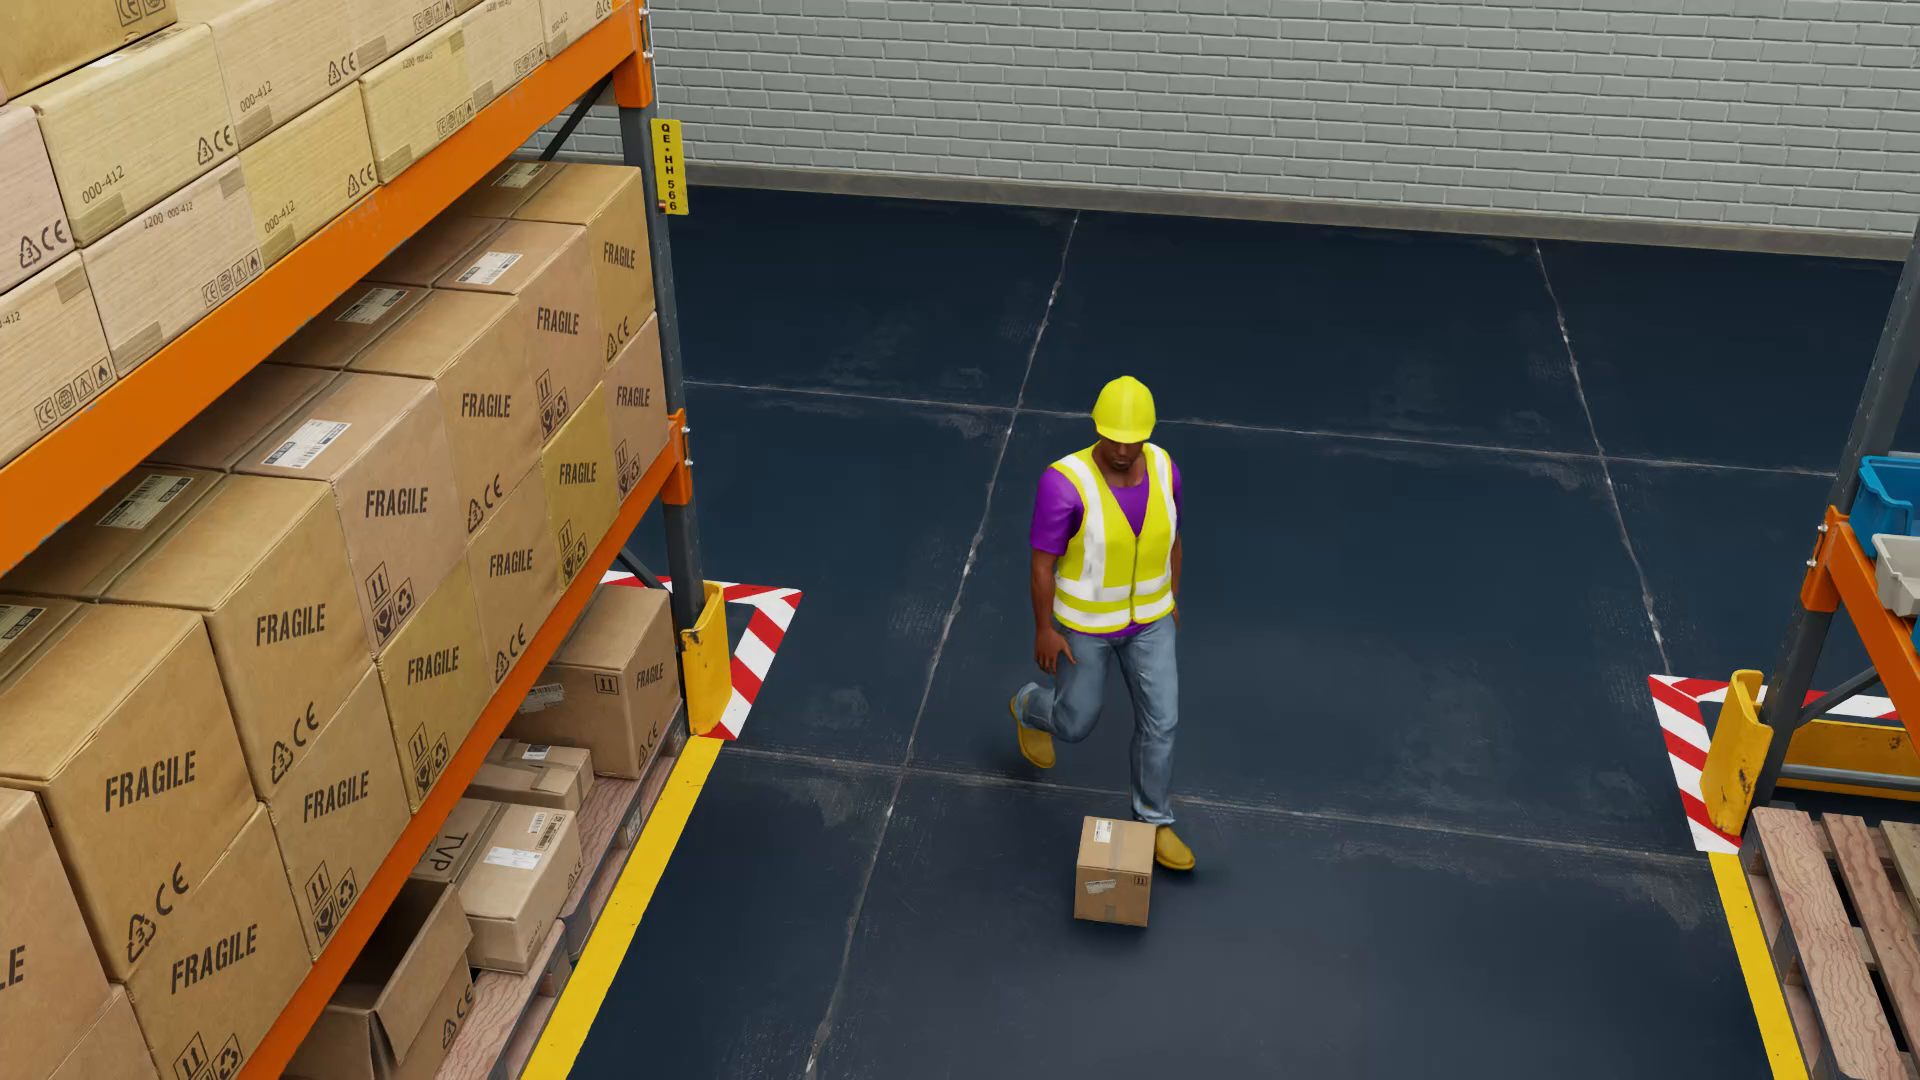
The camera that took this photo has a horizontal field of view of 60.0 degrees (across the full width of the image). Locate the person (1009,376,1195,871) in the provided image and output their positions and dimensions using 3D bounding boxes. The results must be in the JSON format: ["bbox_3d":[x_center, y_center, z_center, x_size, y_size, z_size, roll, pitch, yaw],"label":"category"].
[{"bbox_3d":[0.538,0.268,5.723,0.593,1.730,0.916,-12,34,-18],"label":"person"}]
